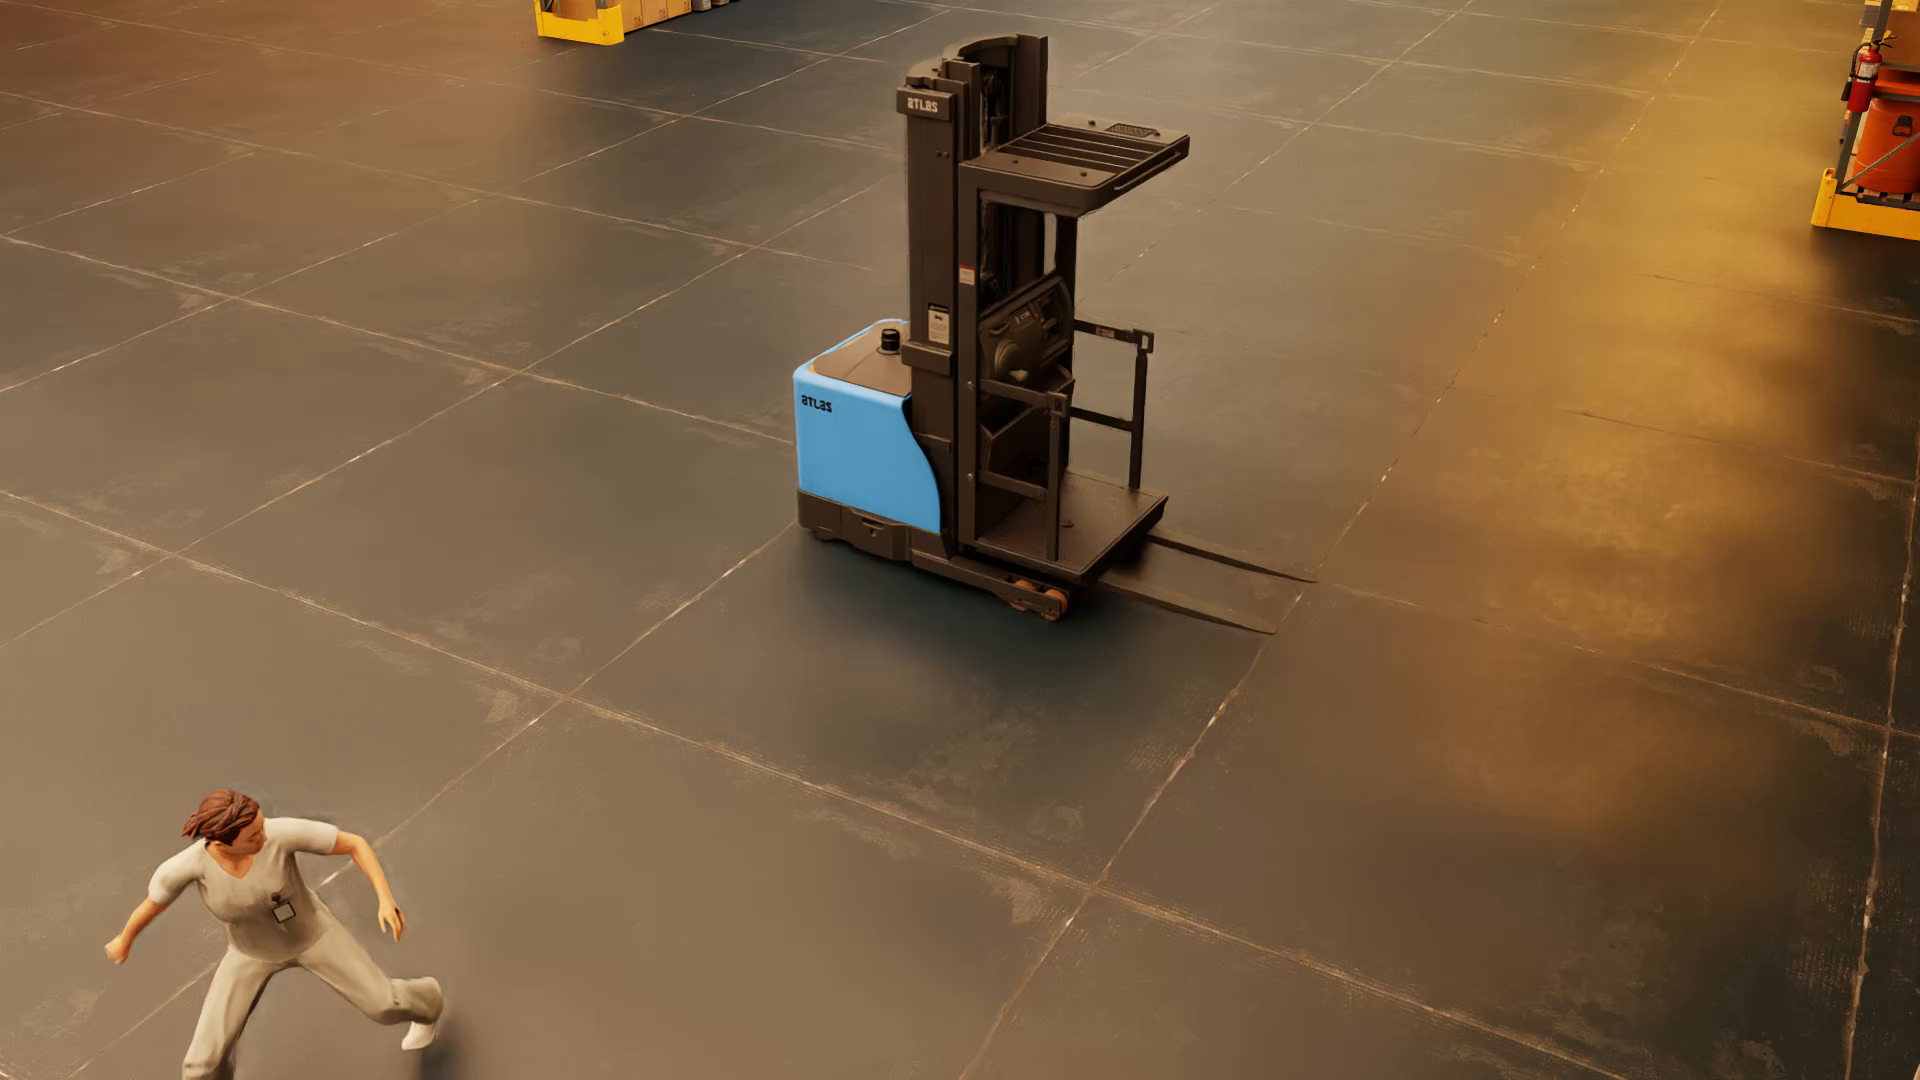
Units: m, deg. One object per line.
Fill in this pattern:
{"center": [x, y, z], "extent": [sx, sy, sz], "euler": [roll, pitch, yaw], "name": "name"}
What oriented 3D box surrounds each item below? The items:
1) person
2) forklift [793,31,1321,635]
{"center": [-2.494, 1.487, 5.979], "extent": [1.083, 1.581, 0.541], "euler": [-9, 31, -15], "name": "person"}
{"center": [0.540, -1.128, 9.026], "extent": [3.031, 2.935, 1.130], "euler": [17, 34, 27], "name": "forklift"}
